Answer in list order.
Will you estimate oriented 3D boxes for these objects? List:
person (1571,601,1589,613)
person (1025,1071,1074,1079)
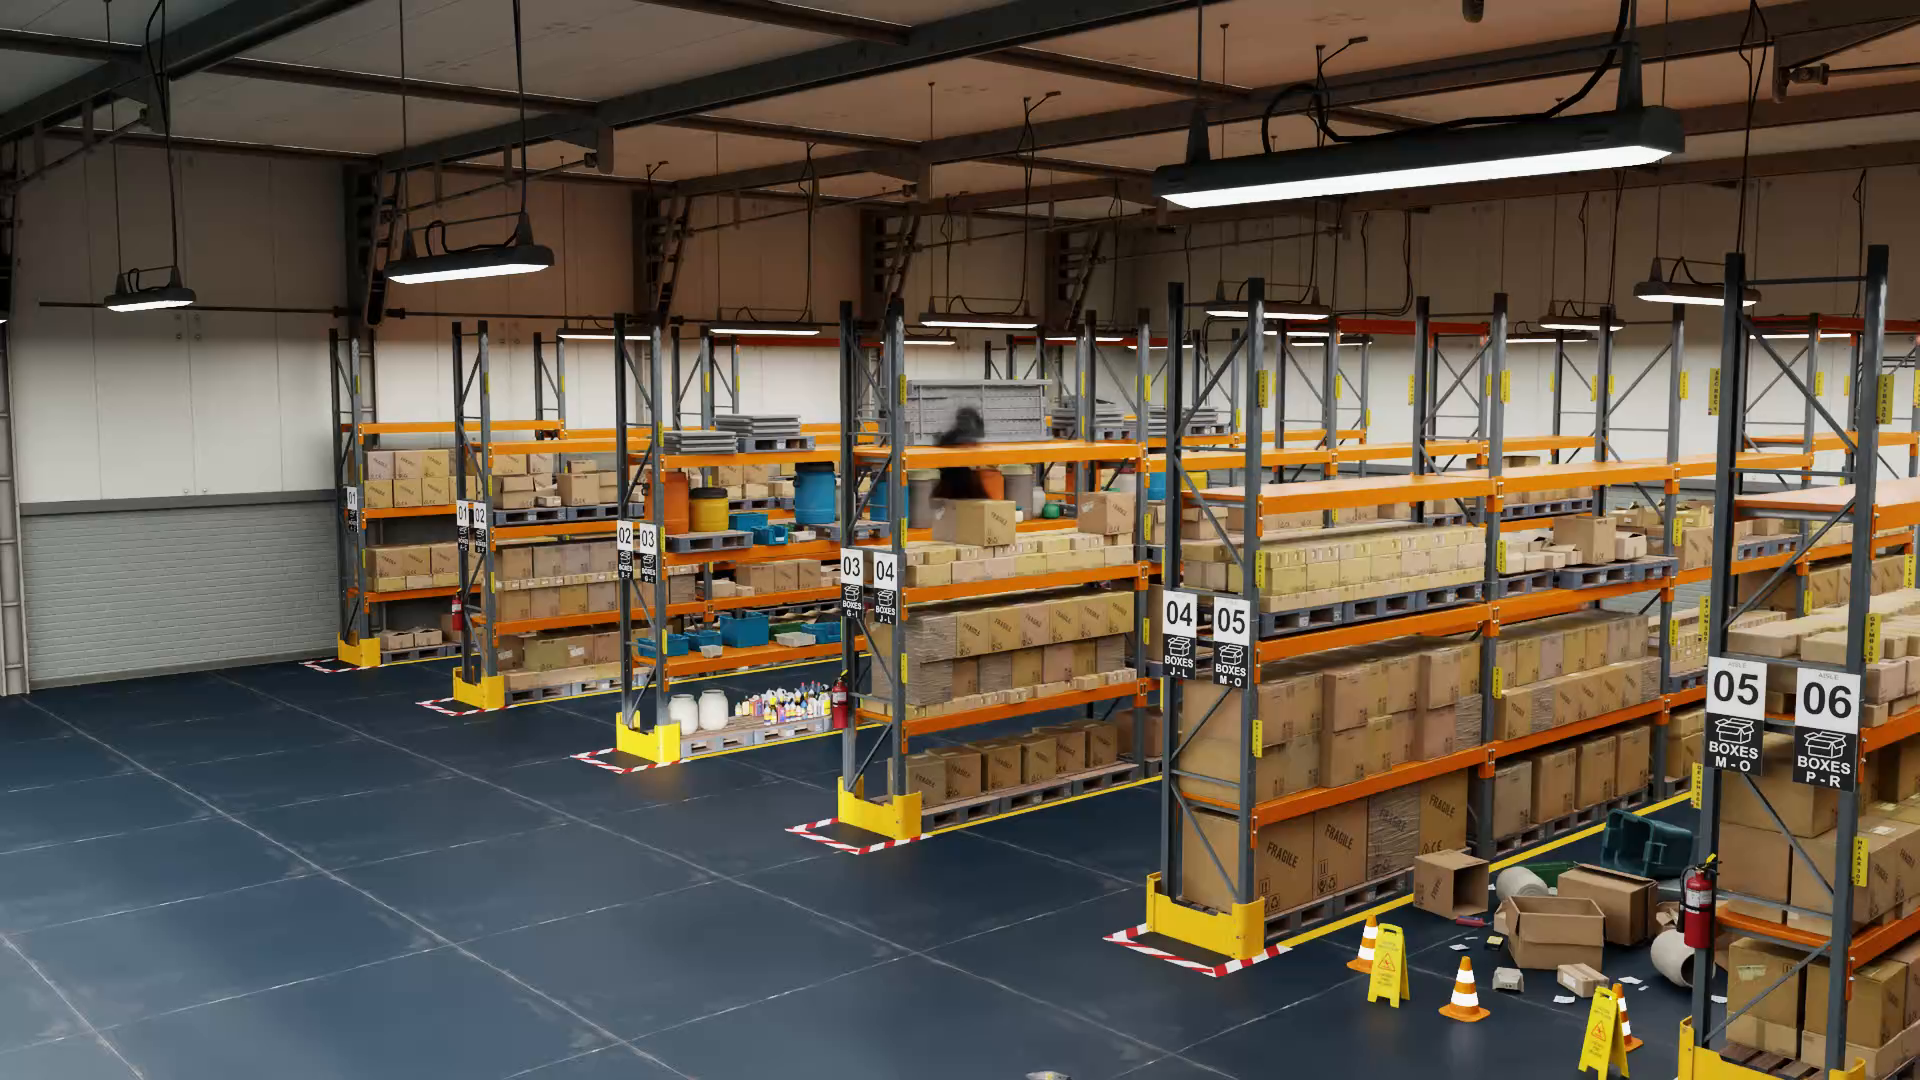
[{"bbox_3d":[9.729,1.734,26.038,0.673,1.700,0.922,5,7,40],"label":"person"},{"bbox_3d":[0.473,3.502,8.599,0.652,1.654,0.548,1,6,5],"label":"person"}]
